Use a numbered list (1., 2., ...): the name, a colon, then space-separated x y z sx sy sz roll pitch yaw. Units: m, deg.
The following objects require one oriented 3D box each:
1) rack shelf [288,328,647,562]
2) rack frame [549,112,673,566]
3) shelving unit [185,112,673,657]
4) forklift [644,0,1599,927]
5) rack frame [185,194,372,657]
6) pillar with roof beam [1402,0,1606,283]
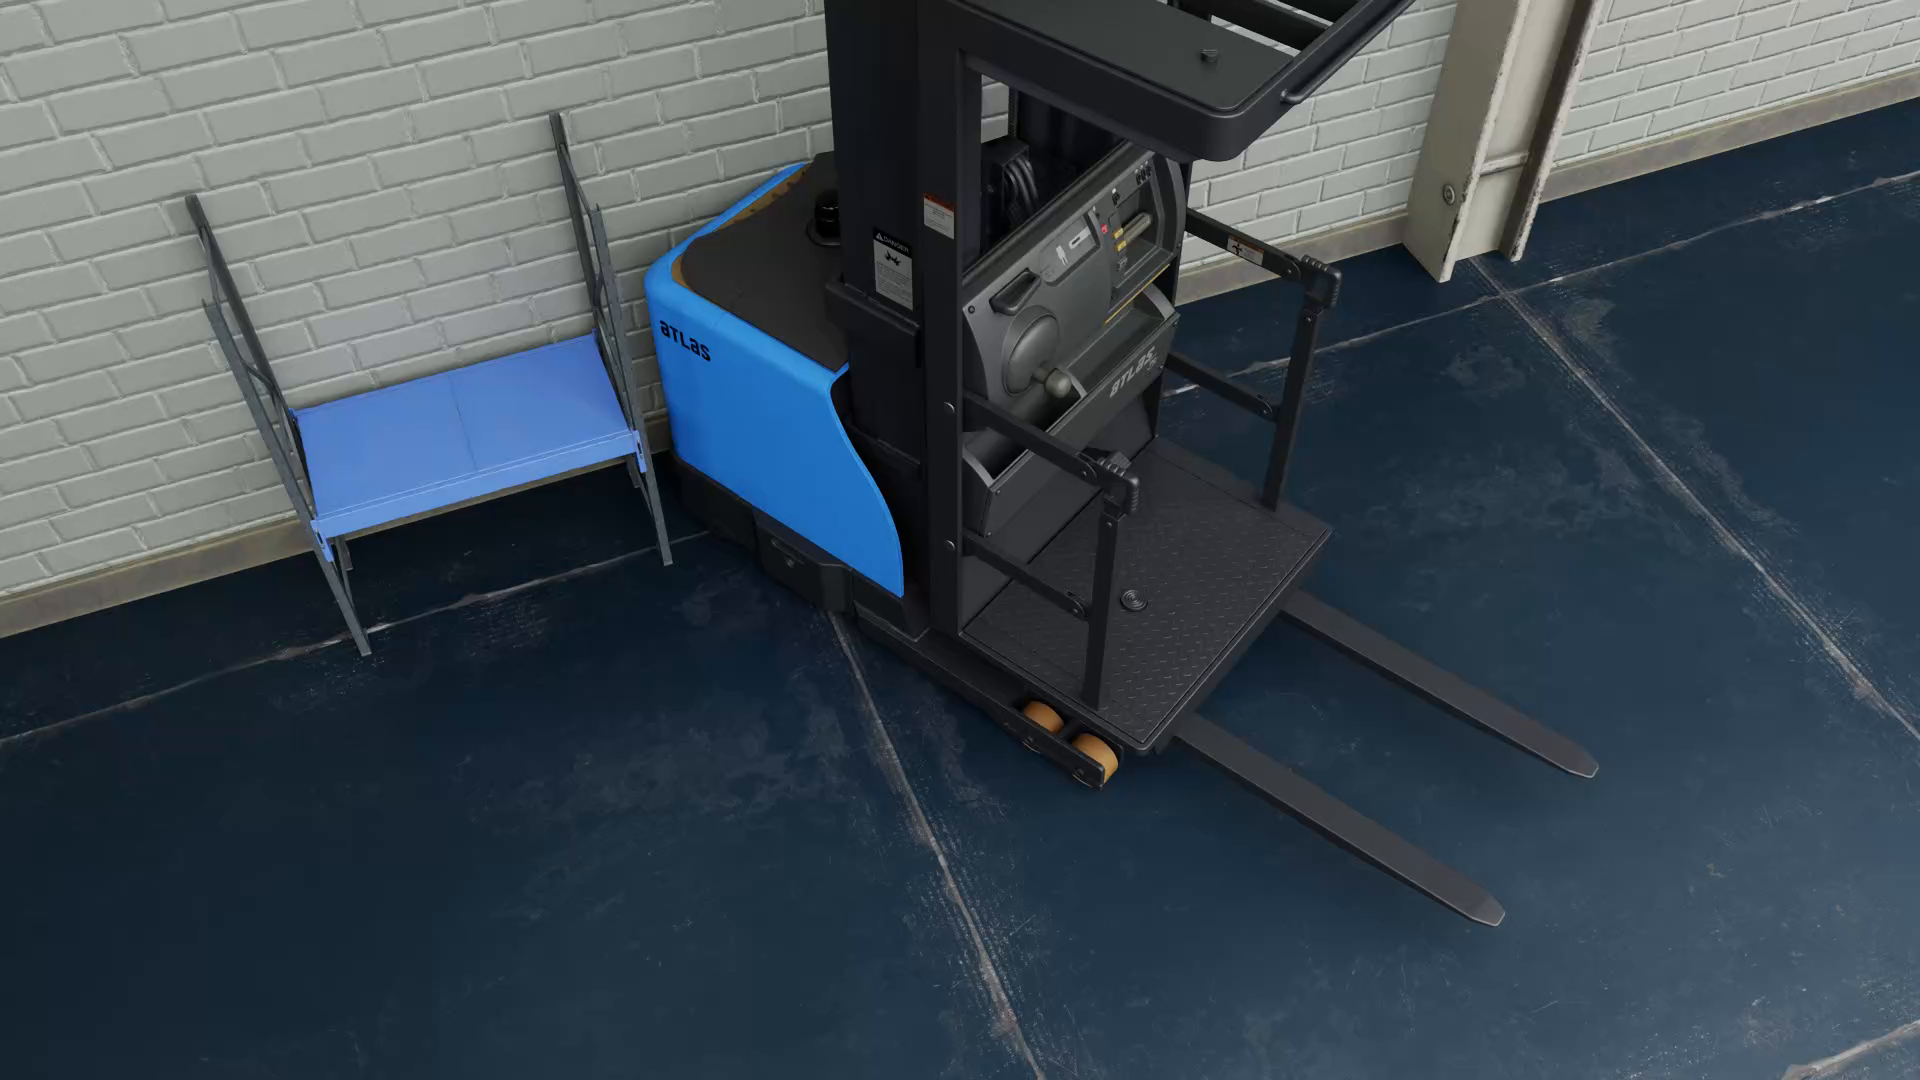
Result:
1. rack shelf: -1.559 -0.316 5.270 1.000 0.185 0.538 -17 52 -14
2. rack frame: -1.089 -0.579 5.258 0.032 1.500 0.500 -17 52 -14
3. shelving unit: -1.559 -0.433 5.133 1.048 1.500 0.538 -17 52 -14
4. forklift: 0.488 -0.662 4.386 3.031 2.935 1.130 31 56 24
5. rack frame: -2.030 -0.287 5.008 0.032 1.500 0.500 -17 52 -14
6. pillar with roof beam: 3.662 -1.098 0.762 0.400 9.000 9.100 -17 52 -14
